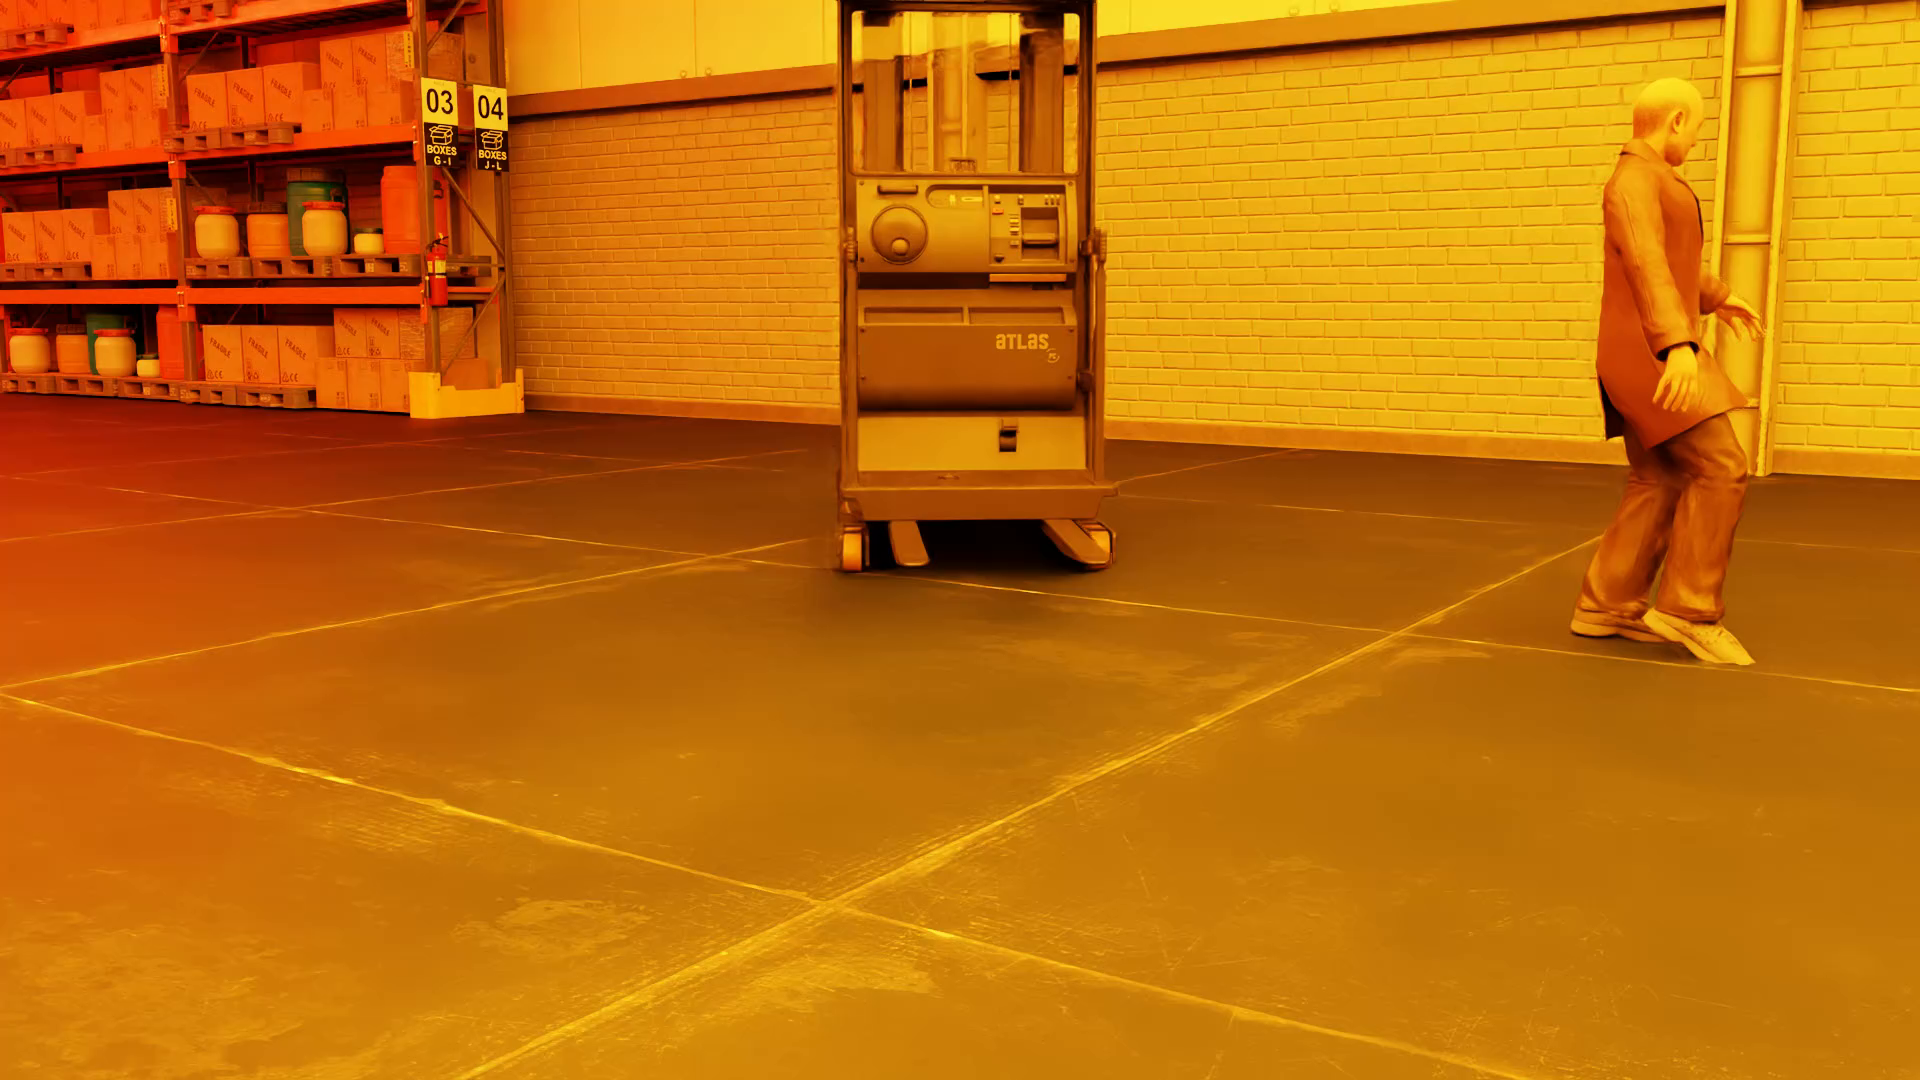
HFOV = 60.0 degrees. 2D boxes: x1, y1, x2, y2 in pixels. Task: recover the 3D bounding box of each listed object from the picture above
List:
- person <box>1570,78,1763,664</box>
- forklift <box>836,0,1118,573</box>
[{"bbox_3d":[2.229,-0.510,5.163,0.557,1.808,0.994,3,9,23],"label":"person"},{"bbox_3d":[0.046,-1.365,6.794,1.130,2.935,3.031,-1,8,-4],"label":"forklift"}]
